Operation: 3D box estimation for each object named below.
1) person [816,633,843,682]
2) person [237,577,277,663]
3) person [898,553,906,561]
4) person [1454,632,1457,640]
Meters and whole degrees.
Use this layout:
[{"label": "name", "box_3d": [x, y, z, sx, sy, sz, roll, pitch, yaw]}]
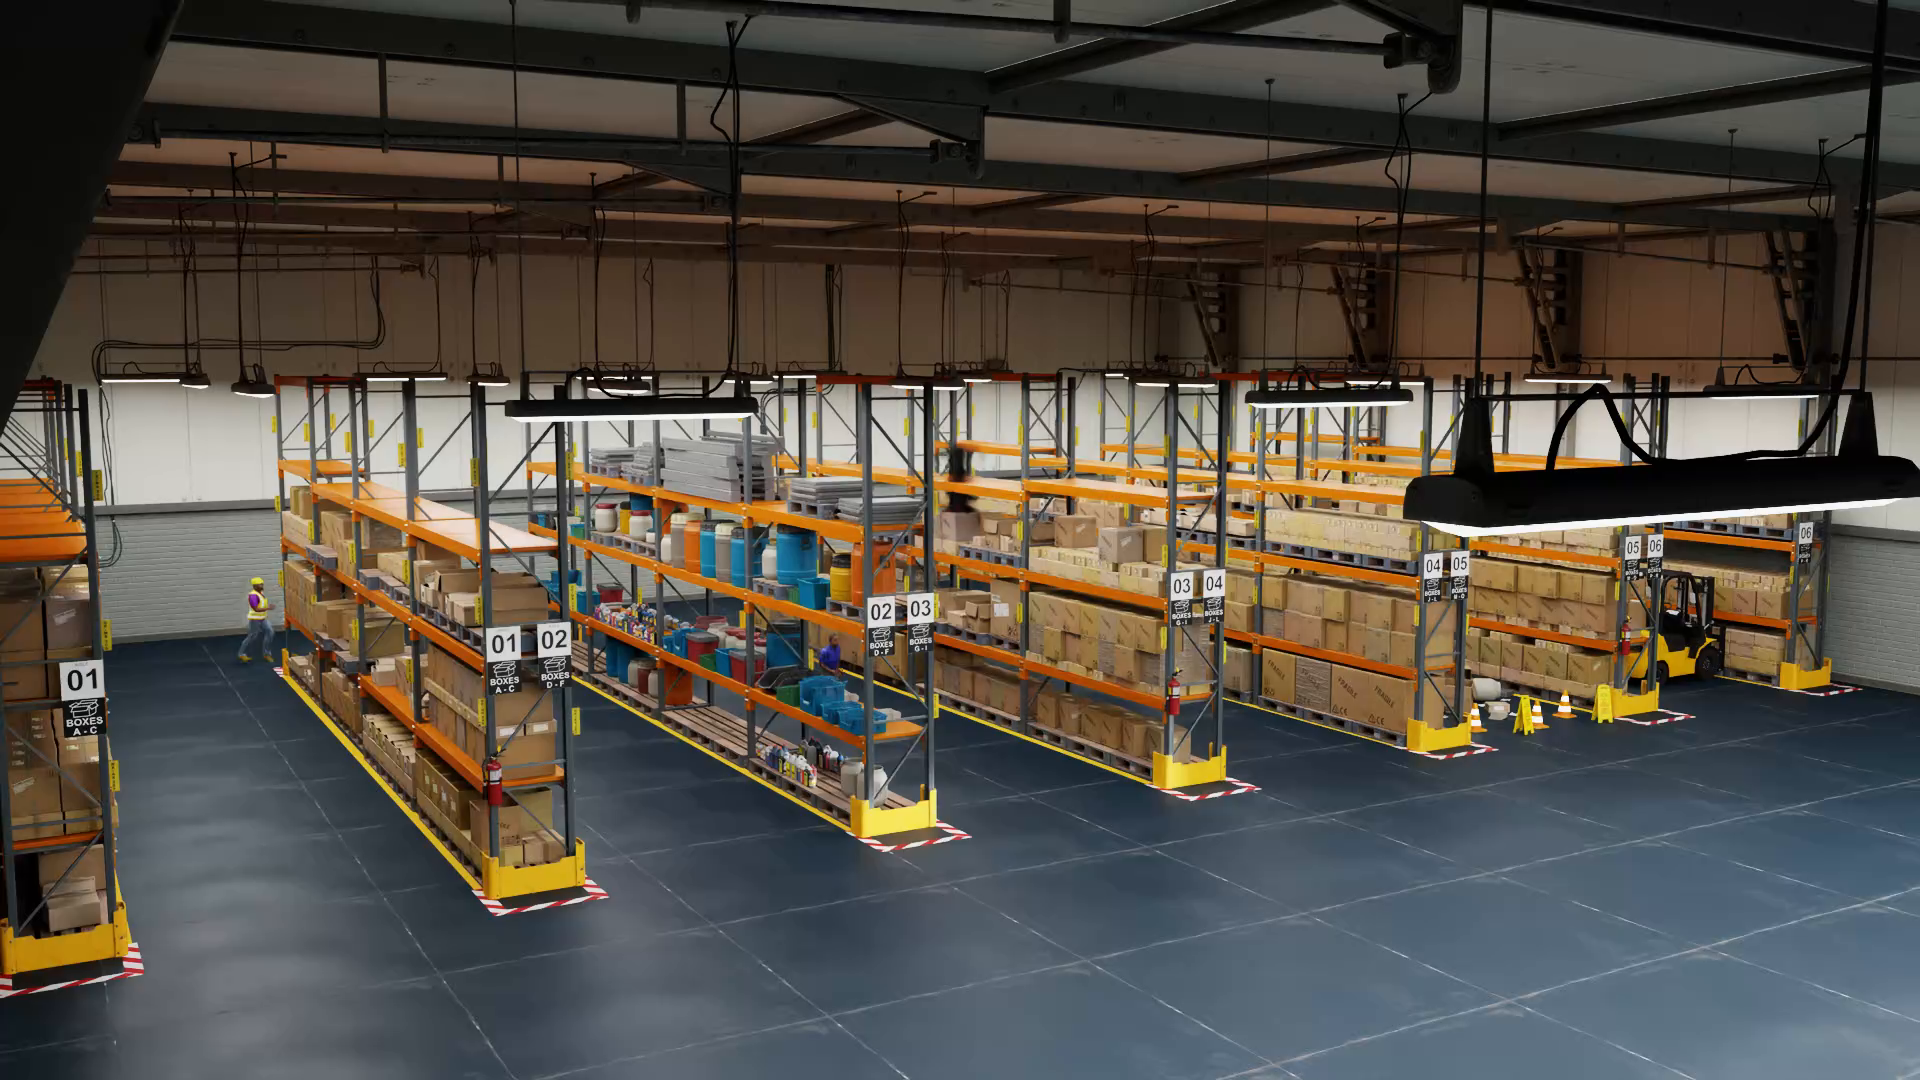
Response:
[{"label": "person", "box_3d": [-2.311, 2.375, 29.216, 0.743, 1.547, 0.558, 5, 8, 39]}, {"label": "person", "box_3d": [-14.576, 1.682, 34.506, 0.851, 1.824, 0.675, 0, 6, -3]}, {"label": "person", "box_3d": [-1.444, 1.182, 39.496, 0.757, 1.720, 0.953, -2, 6, -16]}, {"label": "person", "box_3d": [10.452, 1.500, 36.113, 0.660, 1.745, 0.926, -4, 7, -33]}]
